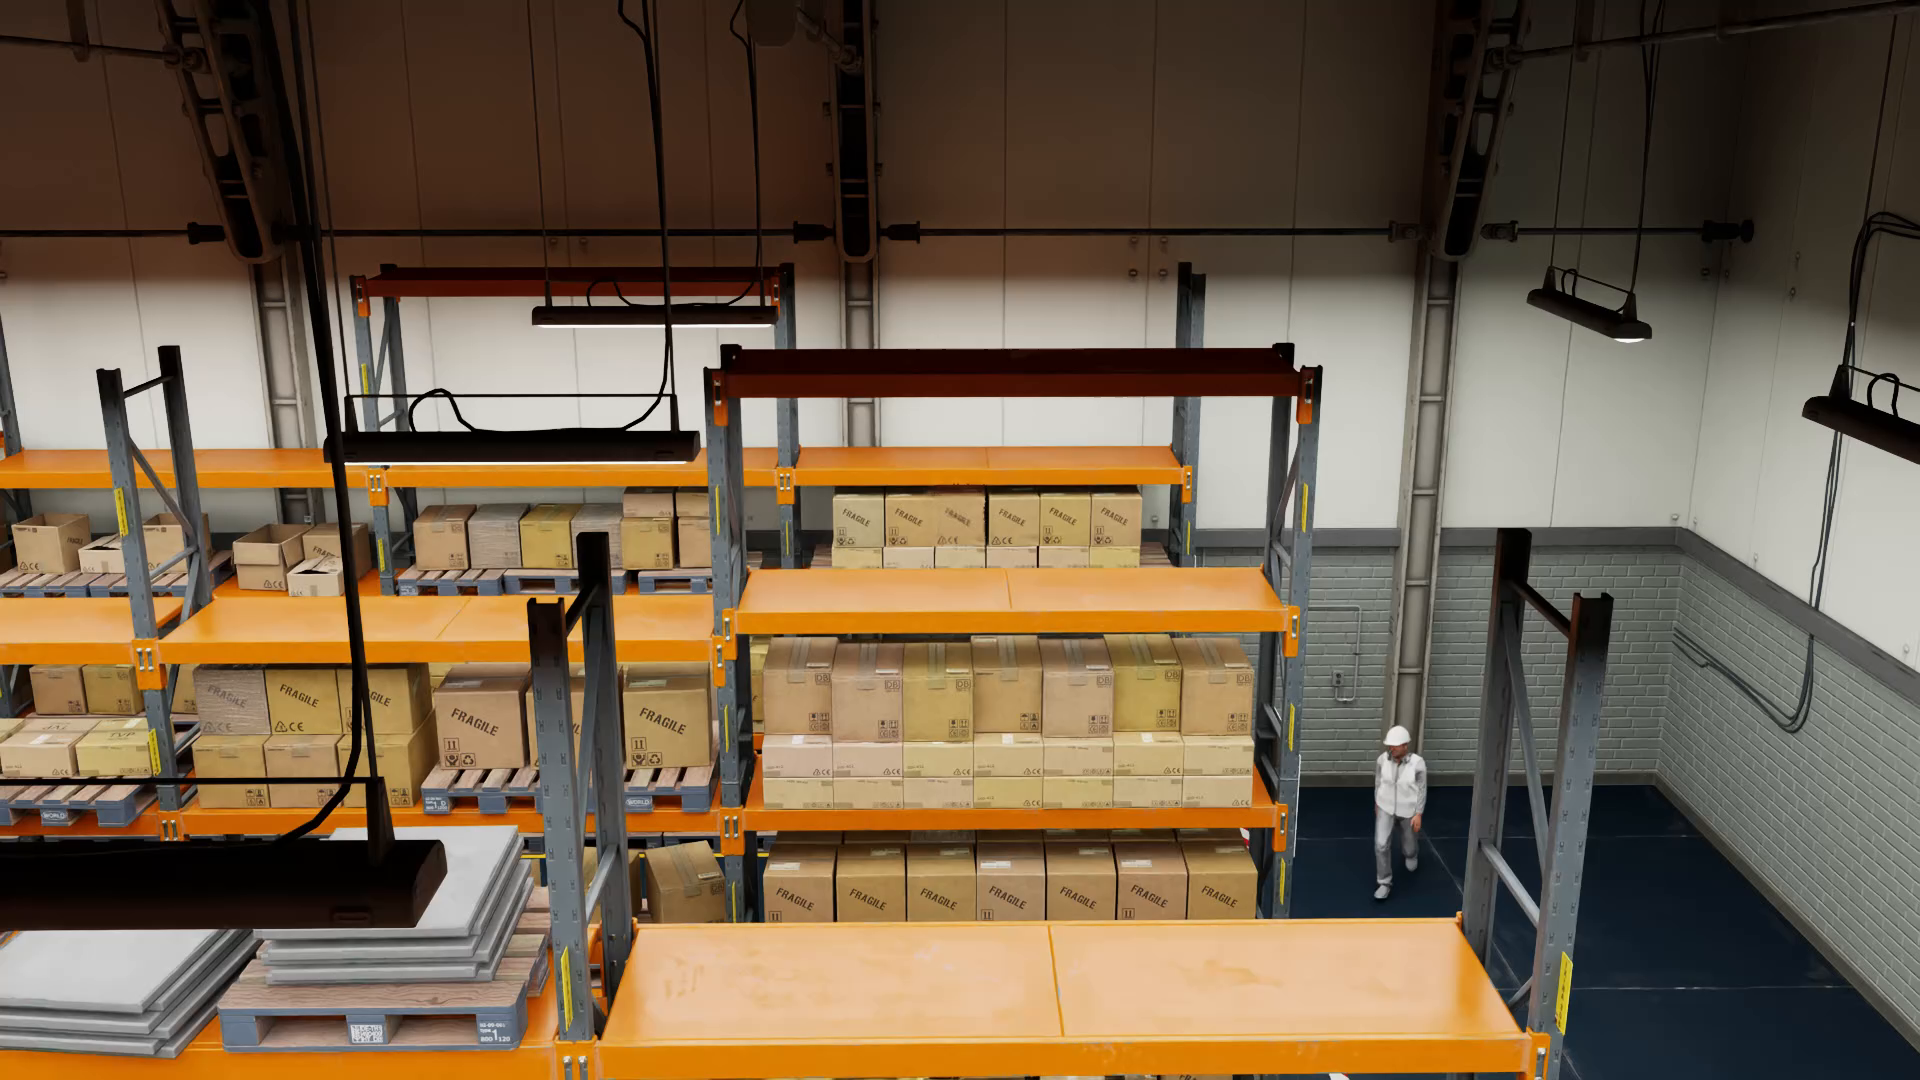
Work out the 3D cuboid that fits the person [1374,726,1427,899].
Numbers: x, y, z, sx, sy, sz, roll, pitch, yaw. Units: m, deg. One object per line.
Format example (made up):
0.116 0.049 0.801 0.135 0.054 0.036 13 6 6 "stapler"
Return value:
4.356 2.640 16.526 0.522 1.662 0.986 8 18 26 "person"
